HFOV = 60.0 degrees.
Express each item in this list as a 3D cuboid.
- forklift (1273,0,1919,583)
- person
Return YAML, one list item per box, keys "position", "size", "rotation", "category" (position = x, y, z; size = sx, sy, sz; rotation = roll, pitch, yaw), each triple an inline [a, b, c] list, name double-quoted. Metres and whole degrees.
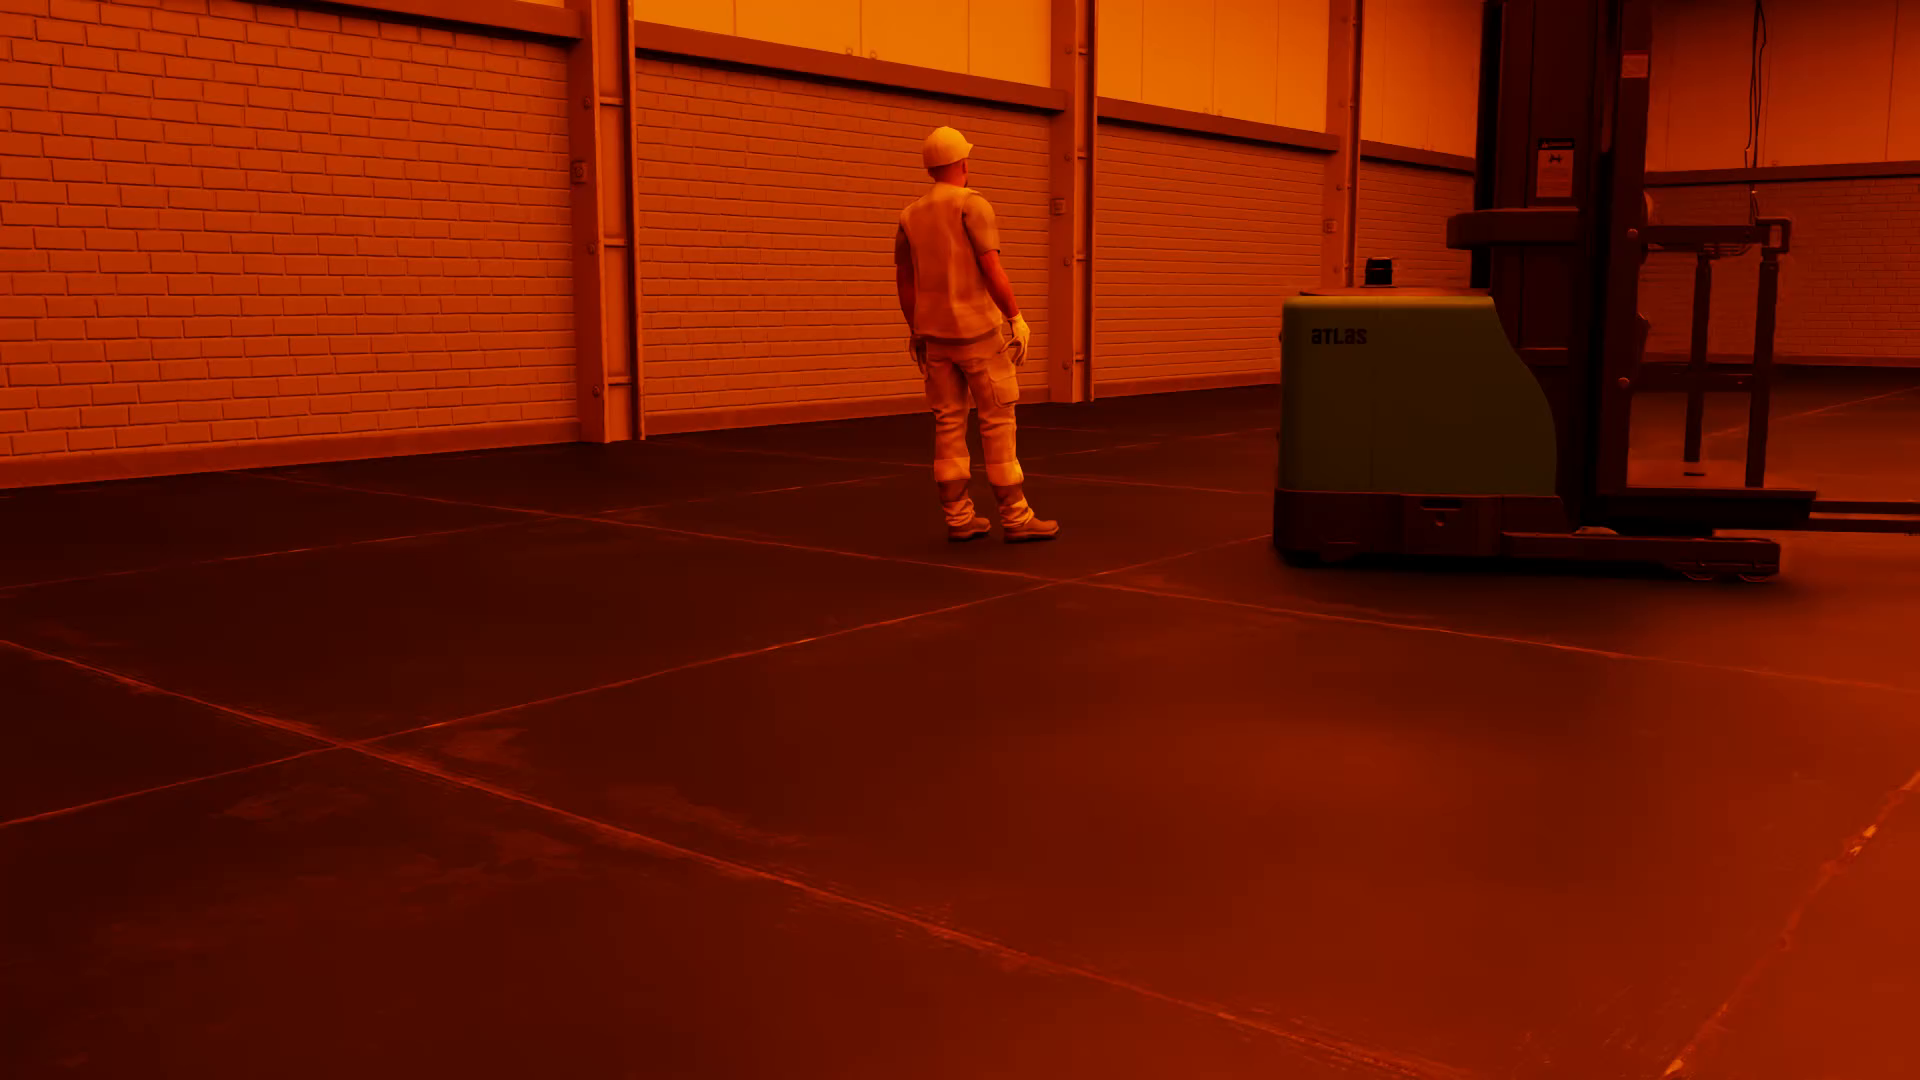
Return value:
- position: [2.835, -1.372, 6.655]
  size: [3.031, 2.935, 1.130]
  rotation: [2, 8, 11]
  category: "forklift"
- position: [0.060, -0.900, 7.328]
  size: [0.637, 1.787, 0.564]
  rotation: [7, 11, 38]
  category: "person"
